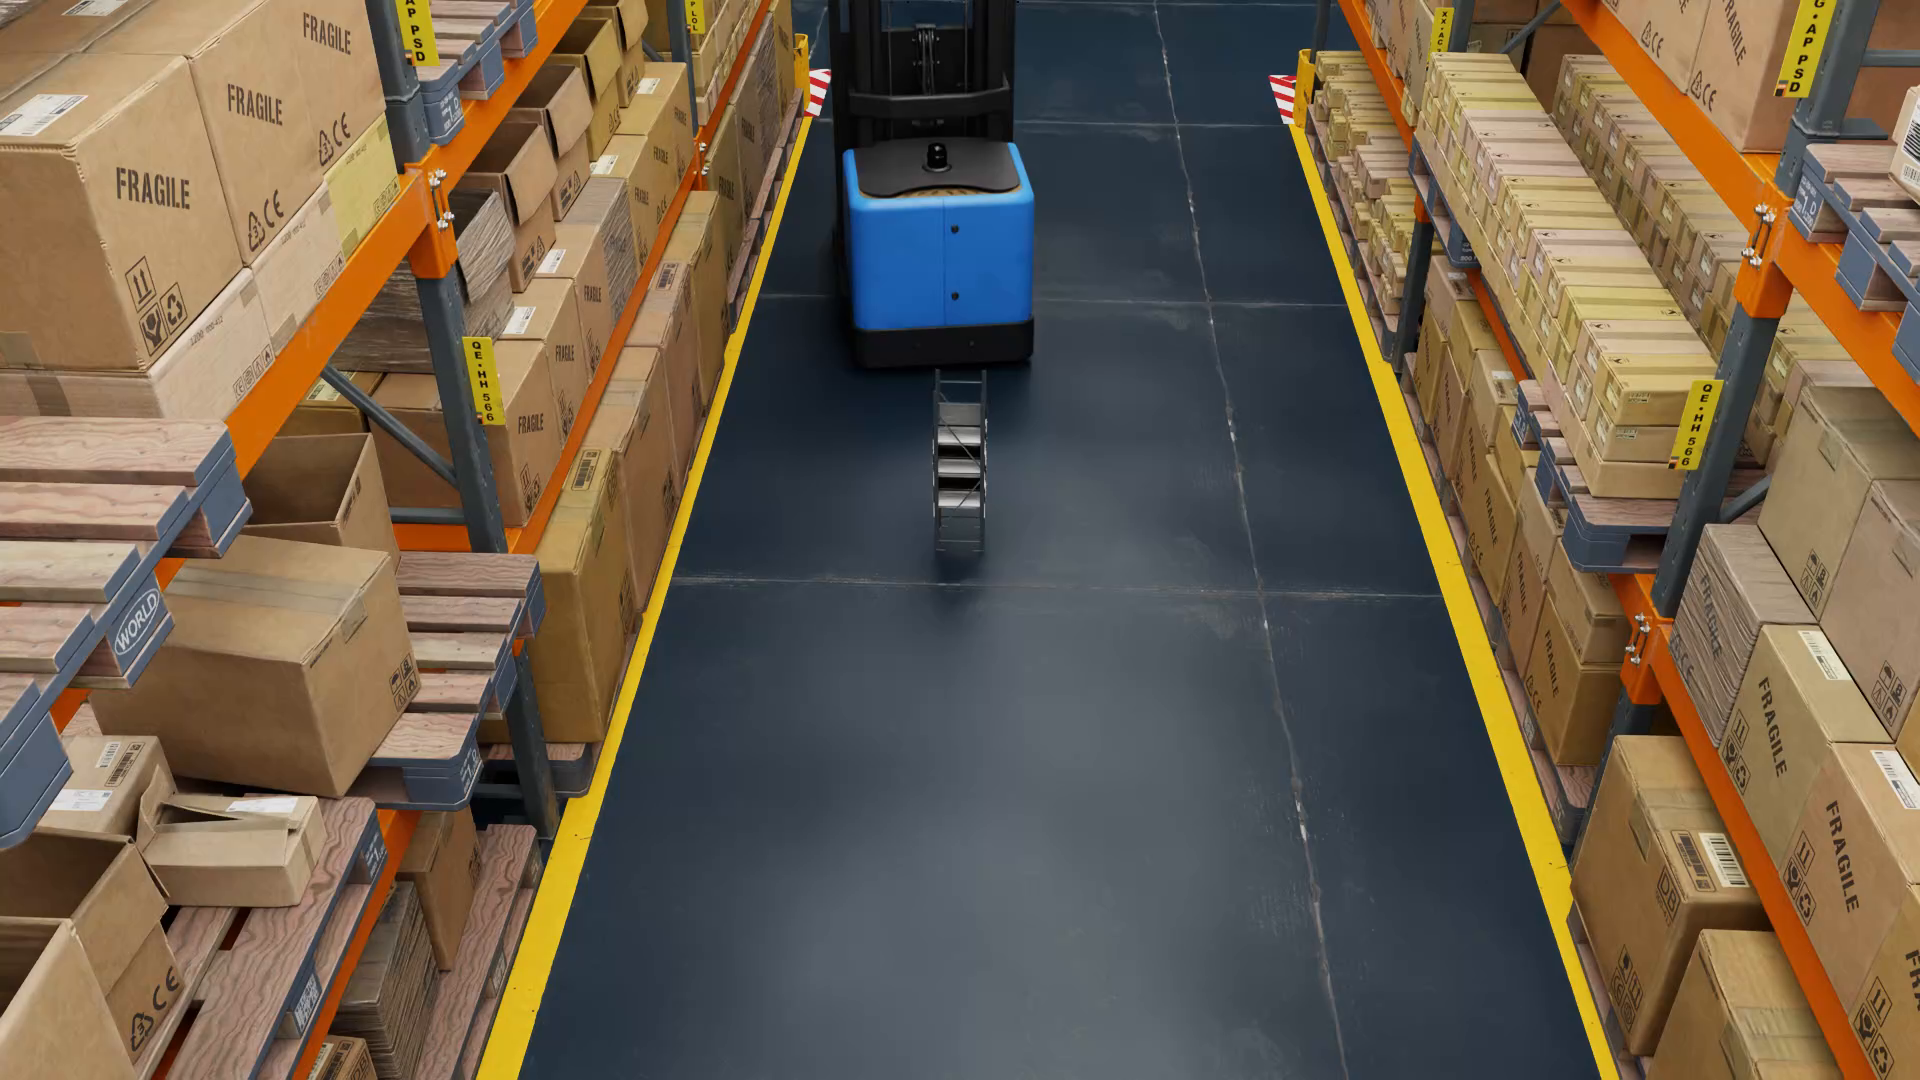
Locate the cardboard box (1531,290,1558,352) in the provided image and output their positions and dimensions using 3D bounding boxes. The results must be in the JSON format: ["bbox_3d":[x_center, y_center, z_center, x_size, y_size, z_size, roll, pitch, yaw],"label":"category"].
[{"bbox_3d":[2.444,-0.844,6.437,0.380,0.149,0.250,1,35,2],"label":"cardboard box"}]

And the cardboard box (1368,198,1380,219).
[{"bbox_3d":[2.798,-2.123,10.518,0.380,0.149,0.250,2,35,3],"label":"cardboard box"}]

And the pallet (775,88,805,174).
[{"bbox_3d":[-1.733,-3.078,12.445,1.003,0.211,1.213,1,35,2],"label":"pallet"}]

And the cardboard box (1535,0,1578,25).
[{"bbox_3d":[3.274,-3.034,8.743,0.500,0.500,0.500,2,35,3],"label":"cardboard box"}]

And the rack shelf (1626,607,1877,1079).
[{"bbox_3d":[2.771,1.533,4.086,1.077,0.370,4.000,1,35,2],"label":"rack shelf"}]

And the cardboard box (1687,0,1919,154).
[{"bbox_3d":[2.621,-1.513,5.098,0.500,0.500,0.500,1,35,2],"label":"cardboard box"}]

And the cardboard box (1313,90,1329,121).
[{"bbox_3d":[2.832,-3.219,12.335,0.380,0.149,0.250,2,35,3],"label":"cardboard box"}]

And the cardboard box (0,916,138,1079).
[{"bbox_3d":[-2.089,1.344,2.842,1.000,1.000,1.000,2,35,2],"label":"cardboard box"}]

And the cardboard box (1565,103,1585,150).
[{"bbox_3d":[3.184,-2.015,8.103,0.380,0.149,0.250,2,35,2],"label":"cardboard box"}]

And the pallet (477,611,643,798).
[{"bbox_3d":[-1.993,0.606,7.204,1.003,0.211,1.213,1,35,2],"label":"pallet"}]

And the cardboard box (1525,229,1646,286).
[{"bbox_3d":[2.459,-1.102,6.545,0.380,0.149,0.250,1,35,2],"label":"cardboard box"}]

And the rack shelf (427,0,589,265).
[{"bbox_3d":[-2.020,-2.165,6.739,1.077,0.370,4.000,1,35,2],"label":"rack shelf"}]

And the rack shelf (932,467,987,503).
[{"bbox_3d":[0.000,-0.272,8.069,0.258,0.077,0.200,1,35,2],"label":"rack shelf"}]

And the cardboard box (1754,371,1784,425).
[{"bbox_3d":[3.080,-0.530,5.991,0.380,0.149,0.250,3,35,4],"label":"cardboard box"}]

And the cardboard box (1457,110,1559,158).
[{"bbox_3d":[2.506,-1.855,7.616,0.380,0.149,0.250,1,35,1],"label":"cardboard box"}]

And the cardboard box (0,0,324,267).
[{"bbox_3d":[-1.879,-0.981,3.907,0.500,0.500,0.500,1,35,2],"label":"cardboard box"}]

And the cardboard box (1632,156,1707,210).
[{"bbox_3d":[3.138,-1.537,7.165,0.380,0.149,0.250,0,35,0],"label":"cardboard box"}]

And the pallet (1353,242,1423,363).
[{"bbox_3d":[3.004,-1.455,10.136,1.003,0.211,1.213,1,35,2],"label":"pallet"}]

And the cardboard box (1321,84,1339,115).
[{"bbox_3d":[2.828,-3.183,12.026,0.380,0.149,0.250,1,35,2],"label":"cardboard box"}]

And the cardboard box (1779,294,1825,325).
[{"bbox_3d":[3.086,-0.779,6.086,0.380,0.149,0.250,1,35,2],"label":"cardboard box"}]

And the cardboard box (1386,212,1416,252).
[{"bbox_3d":[2.737,-1.816,9.822,0.380,0.149,0.250,2,35,2],"label":"cardboard box"}]

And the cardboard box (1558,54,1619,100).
[{"bbox_3d":[3.191,-2.286,8.230,0.380,0.149,0.250,3,35,4],"label":"cardboard box"}]

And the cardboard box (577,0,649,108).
[{"bbox_3d":[-1.957,-2.466,8.190,0.797,0.503,0.637,0,35,1],"label":"cardboard box"}]

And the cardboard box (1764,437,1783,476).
[{"bbox_3d":[3.071,-0.232,5.825,0.380,0.149,0.250,1,35,1],"label":"cardboard box"}]

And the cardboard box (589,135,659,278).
[{"bbox_3d":[-1.726,-1.563,7.778,0.500,0.500,0.500,1,35,1],"label":"cardboard box"}]

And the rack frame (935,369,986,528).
[{"bbox_3d":[0.004,-0.431,8.081,0.240,0.900,0.006,1,35,2],"label":"rack frame"}]

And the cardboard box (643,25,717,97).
[{"bbox_3d":[-1.659,-2.706,9.363,0.500,0.250,0.500,1,35,1],"label":"cardboard box"}]

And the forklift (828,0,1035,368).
[{"bbox_3d":[-0.248,-3.018,9.995,1.130,2.935,3.031,-4,35,-5],"label":"forklift"}]

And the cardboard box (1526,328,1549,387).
[{"bbox_3d":[2.447,-0.707,6.501,0.380,0.149,0.250,1,35,1],"label":"cardboard box"}]

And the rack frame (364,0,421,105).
[{"bbox_3d":[-2.100,-2.538,4.035,1.000,3.000,0.127,1,35,2],"label":"rack frame"}]

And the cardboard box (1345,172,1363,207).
[{"bbox_3d":[2.783,-2.330,11.070,0.380,0.149,0.250,1,35,2],"label":"cardboard box"}]

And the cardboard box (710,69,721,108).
[{"bbox_3d":[-1.585,-2.592,9.548,0.380,0.149,0.250,0,35,0],"label":"cardboard box"}]

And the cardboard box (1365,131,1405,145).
[{"bbox_3d":[2.865,-2.559,10.880,0.380,0.149,0.250,1,35,2],"label":"cardboard box"}]

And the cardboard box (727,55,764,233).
[{"bbox_3d":[-1.797,-2.578,10.793,0.875,0.875,0.875,1,35,2],"label":"cardboard box"}]

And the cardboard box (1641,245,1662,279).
[{"bbox_3d":[3.134,-1.143,7.122,0.380,0.149,0.250,0,35,0],"label":"cardboard box"}]

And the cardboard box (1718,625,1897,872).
[{"bbox_3d":[2.546,0.592,4.712,0.500,0.500,0.500,1,35,1],"label":"cardboard box"}]

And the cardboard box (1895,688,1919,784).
[{"bbox_3d":[2.786,0.482,3.998,0.700,0.500,0.500,1,35,1],"label":"cardboard box"}]

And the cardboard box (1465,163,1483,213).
[{"bbox_3d":[2.500,-1.582,7.487,0.380,0.149,0.250,3,35,4],"label":"cardboard box"}]

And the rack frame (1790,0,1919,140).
[{"bbox_3d":[2.851,-2.365,3.789,1.000,3.000,0.127,1,35,2],"label":"rack frame"}]

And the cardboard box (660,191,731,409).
[{"bbox_3d":[-1.945,-1.316,8.996,1.225,0.875,0.875,1,35,2],"label":"cardboard box"}]

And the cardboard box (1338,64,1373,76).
[{"bbox_3d":[2.921,-3.301,11.936,0.380,0.149,0.250,2,35,3],"label":"cardboard box"}]

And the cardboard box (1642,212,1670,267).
[{"bbox_3d":[3.129,-1.270,7.042,0.380,0.149,0.250,3,35,4],"label":"cardboard box"}]

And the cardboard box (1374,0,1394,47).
[{"bbox_3d":[2.793,-3.240,9.906,0.500,0.500,0.500,1,35,2],"label":"cardboard box"}]

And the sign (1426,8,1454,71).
[{"bbox_3d":[2.470,-2.571,8.547,0.100,0.325,0.005,1,35,2],"label":"sign"}]

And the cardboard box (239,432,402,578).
[{"bbox_3d":[-2.082,0.015,5.168,0.500,0.500,0.500,-3,35,-4],"label":"cardboard box"}]

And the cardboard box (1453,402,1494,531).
[{"bbox_3d":[2.690,-0.334,7.926,0.500,0.500,0.500,2,35,3],"label":"cardboard box"}]

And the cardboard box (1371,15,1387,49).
[{"bbox_3d":[2.781,-3.176,10.378,0.380,0.149,0.250,2,35,3],"label":"cardboard box"}]

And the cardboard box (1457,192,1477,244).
[{"bbox_3d":[2.497,-1.469,7.585,0.380,0.149,0.250,0,35,0],"label":"cardboard box"}]

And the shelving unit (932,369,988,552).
[{"bbox_3d":[0.000,-0.373,7.998,0.258,0.900,0.210,1,35,2],"label":"shelving unit"}]

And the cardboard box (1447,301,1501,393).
[{"bbox_3d":[2.700,-0.940,8.136,0.500,0.250,0.500,2,35,3],"label":"cardboard box"}]

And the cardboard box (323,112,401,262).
[{"bbox_3d":[-1.874,-0.970,4.544,0.500,0.250,0.500,1,35,2],"label":"cardboard box"}]

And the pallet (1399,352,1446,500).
[{"bbox_3d":[2.982,-0.621,8.950,1.003,0.211,1.213,1,35,2],"label":"pallet"}]

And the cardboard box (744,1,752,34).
[{"bbox_3d":[-1.534,-3.337,10.607,0.380,0.149,0.250,0,35,1],"label":"cardboard box"}]

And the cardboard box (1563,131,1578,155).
[{"bbox_3d":[3.184,-1.896,8.192,0.380,0.149,0.250,2,35,2],"label":"cardboard box"}]
